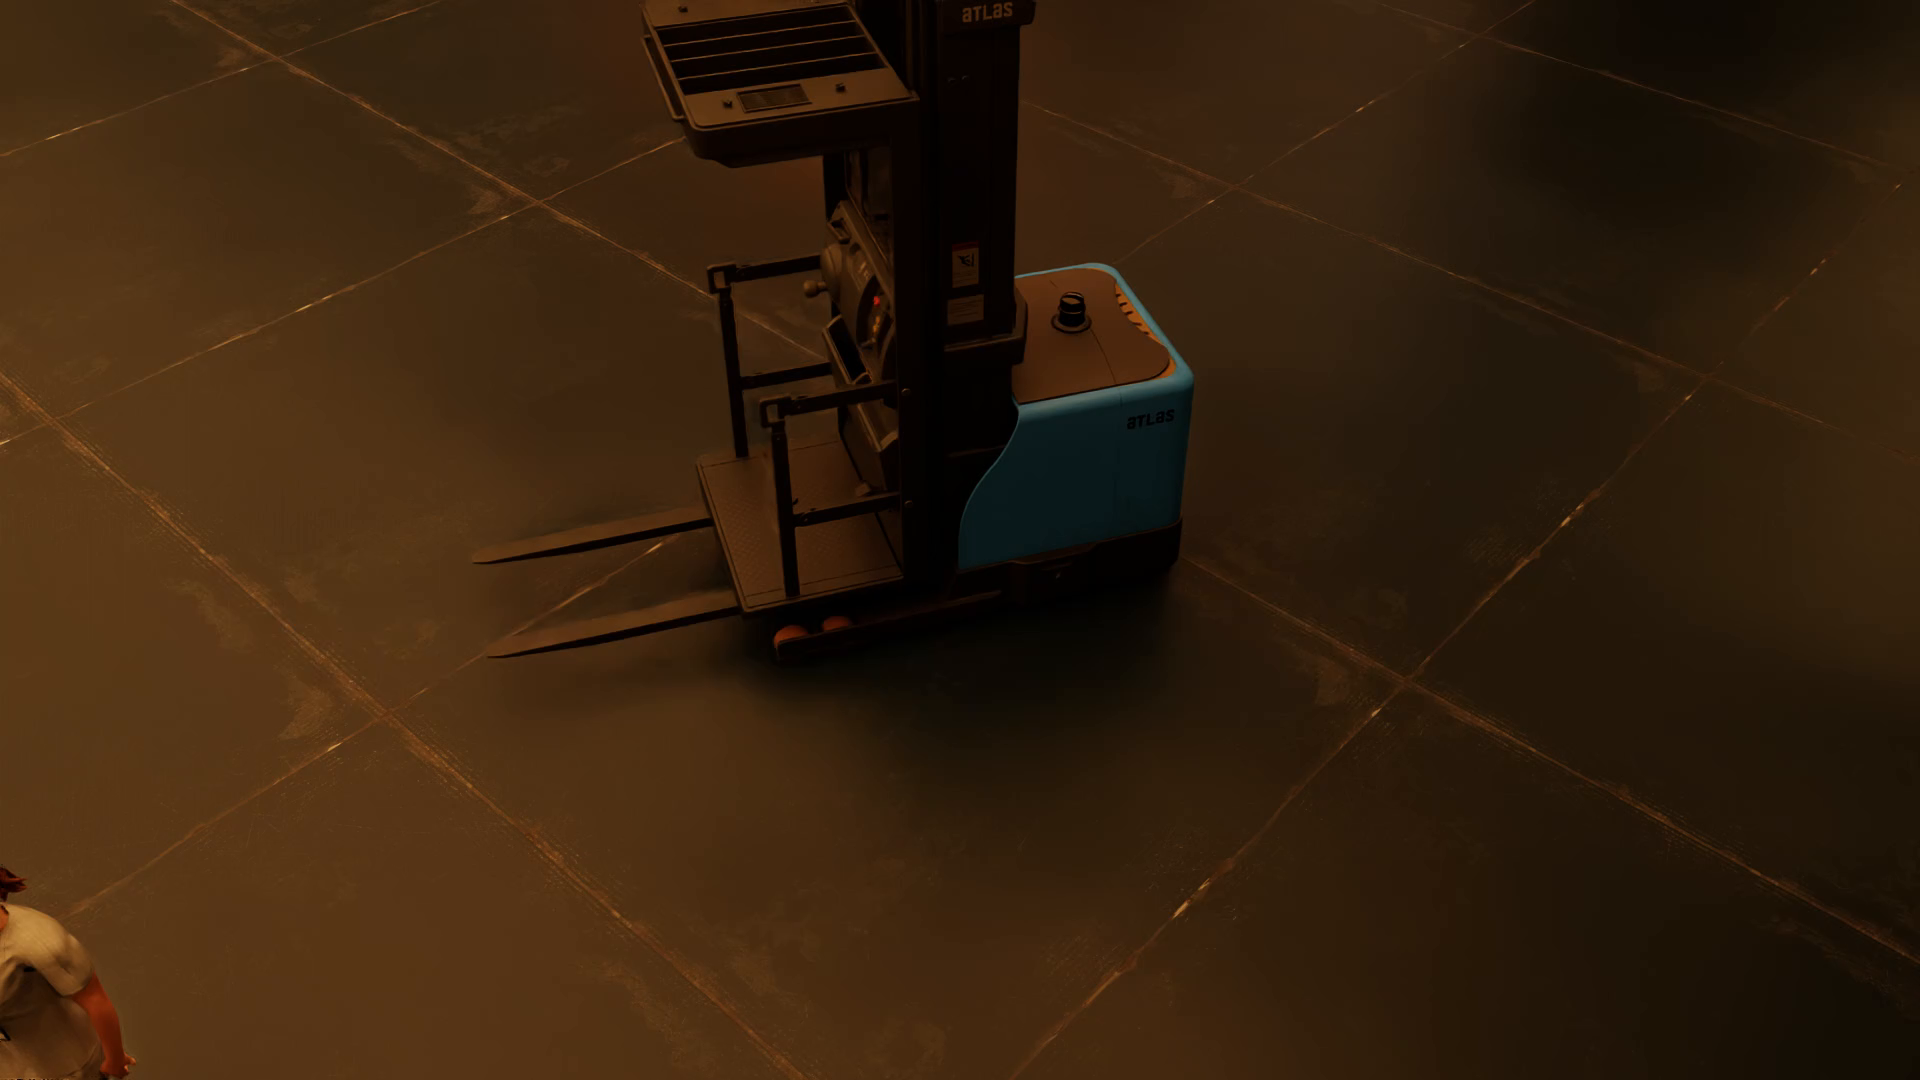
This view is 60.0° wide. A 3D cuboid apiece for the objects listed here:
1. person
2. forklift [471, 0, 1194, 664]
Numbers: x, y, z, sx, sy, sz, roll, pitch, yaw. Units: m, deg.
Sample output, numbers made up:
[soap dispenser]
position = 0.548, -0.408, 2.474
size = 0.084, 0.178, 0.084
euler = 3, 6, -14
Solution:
[person]
position = -2.628, 1.504, 4.686
size = 0.522, 1.702, 0.506
euler = 10, 42, 12
[forklift]
position = -0.592, -0.975, 6.565
size = 3.031, 2.935, 1.130
euler = -12, 42, -13
